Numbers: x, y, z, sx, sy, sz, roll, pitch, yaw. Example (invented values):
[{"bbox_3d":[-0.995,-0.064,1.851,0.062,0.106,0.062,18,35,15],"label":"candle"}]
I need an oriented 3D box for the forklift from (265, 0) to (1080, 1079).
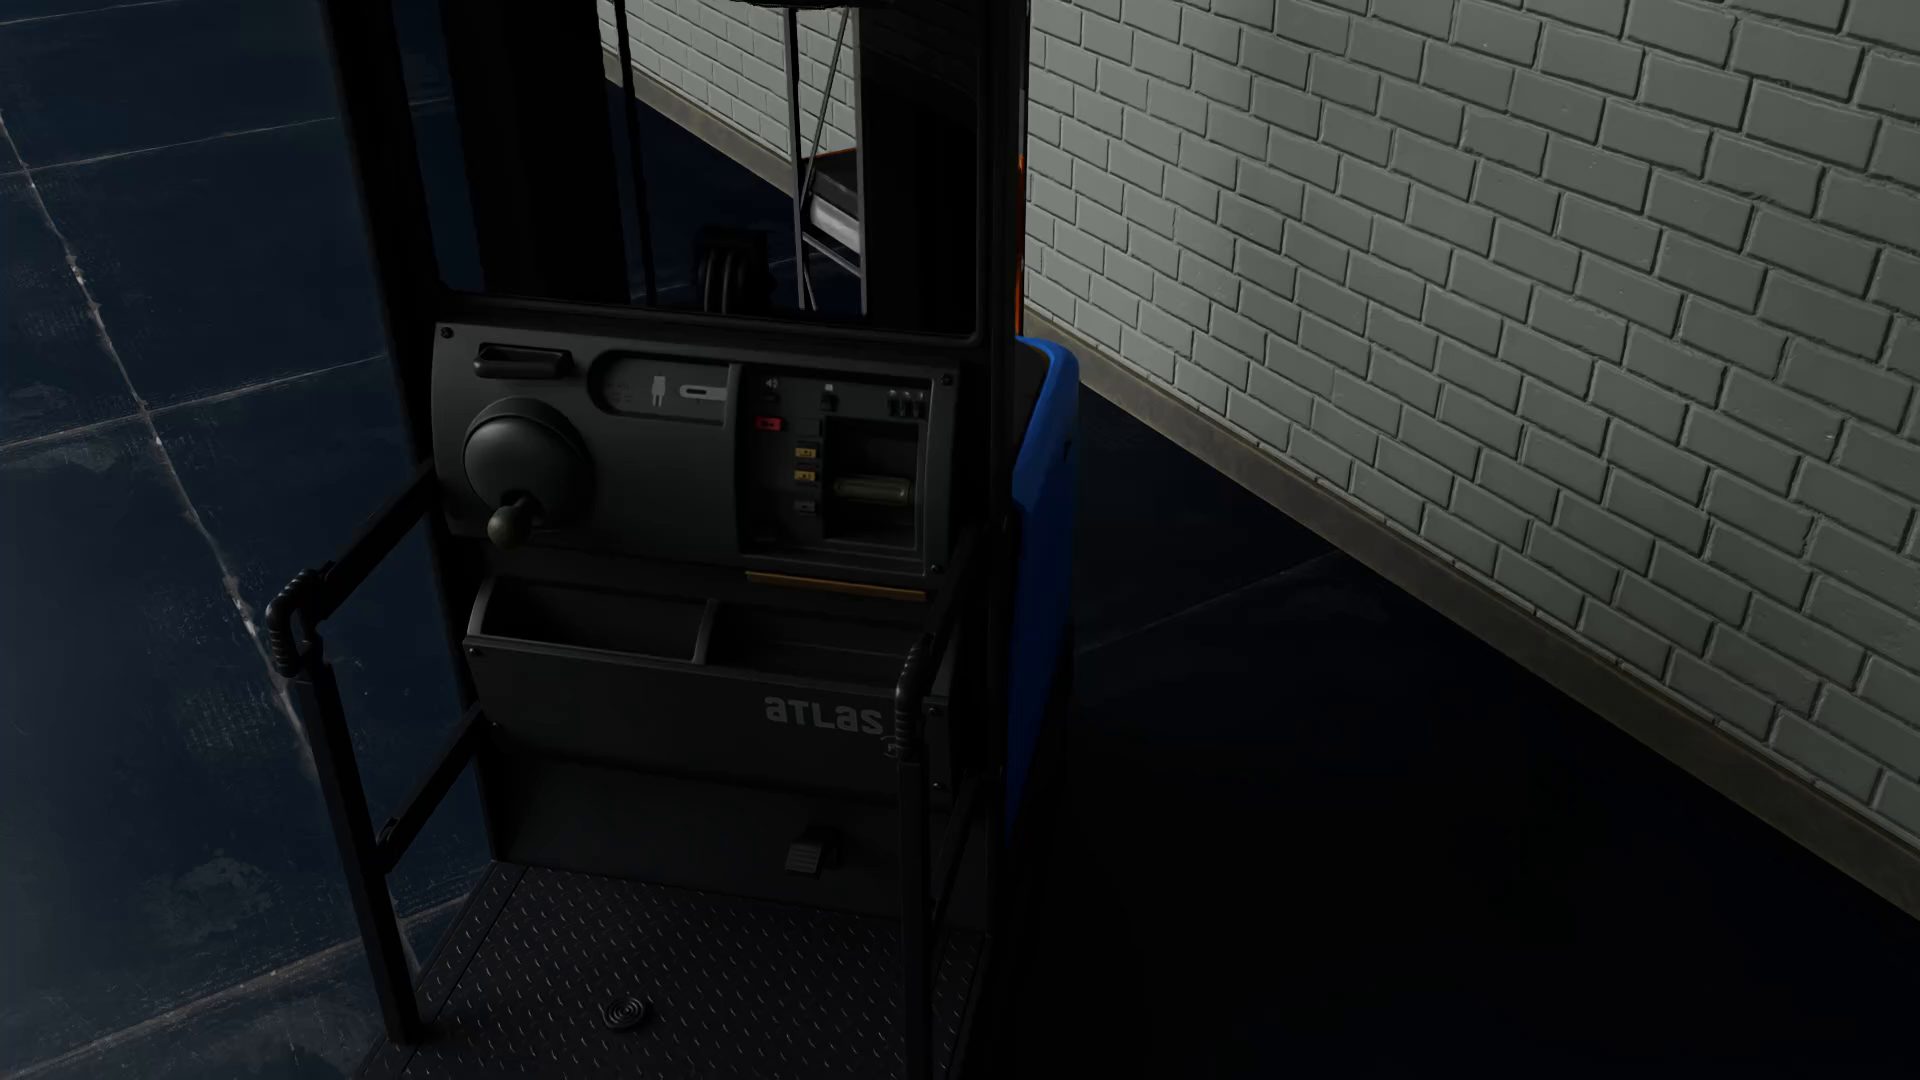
[{"bbox_3d":[-0.501,-0.097,2.657,1.130,2.935,3.031,6,33,10],"label":"forklift"}]

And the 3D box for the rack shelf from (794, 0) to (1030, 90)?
[{"bbox_3d":[-0.139,-1.421,4.248,0.480,0.518,0.431,-19,37,-27],"label":"rack shelf"}]

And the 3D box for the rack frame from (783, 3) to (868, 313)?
[{"bbox_3d":[-0.344,-0.770,4.502,0.015,2.100,0.400,-19,37,-27],"label":"rack frame"}]

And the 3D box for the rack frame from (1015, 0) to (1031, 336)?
[{"bbox_3d":[0.066,-0.911,4.726,0.015,2.100,0.400,-19,37,-27],"label":"rack frame"}]

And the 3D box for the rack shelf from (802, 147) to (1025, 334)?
[{"bbox_3d":[-0.139,-0.829,4.621,0.480,0.518,0.431,-19,37,-27],"label":"rack shelf"}]

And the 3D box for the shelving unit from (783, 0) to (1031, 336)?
[{"bbox_3d":[-0.139,-0.840,4.614,0.503,2.100,0.431,-19,37,-27],"label":"shelving unit"}]
